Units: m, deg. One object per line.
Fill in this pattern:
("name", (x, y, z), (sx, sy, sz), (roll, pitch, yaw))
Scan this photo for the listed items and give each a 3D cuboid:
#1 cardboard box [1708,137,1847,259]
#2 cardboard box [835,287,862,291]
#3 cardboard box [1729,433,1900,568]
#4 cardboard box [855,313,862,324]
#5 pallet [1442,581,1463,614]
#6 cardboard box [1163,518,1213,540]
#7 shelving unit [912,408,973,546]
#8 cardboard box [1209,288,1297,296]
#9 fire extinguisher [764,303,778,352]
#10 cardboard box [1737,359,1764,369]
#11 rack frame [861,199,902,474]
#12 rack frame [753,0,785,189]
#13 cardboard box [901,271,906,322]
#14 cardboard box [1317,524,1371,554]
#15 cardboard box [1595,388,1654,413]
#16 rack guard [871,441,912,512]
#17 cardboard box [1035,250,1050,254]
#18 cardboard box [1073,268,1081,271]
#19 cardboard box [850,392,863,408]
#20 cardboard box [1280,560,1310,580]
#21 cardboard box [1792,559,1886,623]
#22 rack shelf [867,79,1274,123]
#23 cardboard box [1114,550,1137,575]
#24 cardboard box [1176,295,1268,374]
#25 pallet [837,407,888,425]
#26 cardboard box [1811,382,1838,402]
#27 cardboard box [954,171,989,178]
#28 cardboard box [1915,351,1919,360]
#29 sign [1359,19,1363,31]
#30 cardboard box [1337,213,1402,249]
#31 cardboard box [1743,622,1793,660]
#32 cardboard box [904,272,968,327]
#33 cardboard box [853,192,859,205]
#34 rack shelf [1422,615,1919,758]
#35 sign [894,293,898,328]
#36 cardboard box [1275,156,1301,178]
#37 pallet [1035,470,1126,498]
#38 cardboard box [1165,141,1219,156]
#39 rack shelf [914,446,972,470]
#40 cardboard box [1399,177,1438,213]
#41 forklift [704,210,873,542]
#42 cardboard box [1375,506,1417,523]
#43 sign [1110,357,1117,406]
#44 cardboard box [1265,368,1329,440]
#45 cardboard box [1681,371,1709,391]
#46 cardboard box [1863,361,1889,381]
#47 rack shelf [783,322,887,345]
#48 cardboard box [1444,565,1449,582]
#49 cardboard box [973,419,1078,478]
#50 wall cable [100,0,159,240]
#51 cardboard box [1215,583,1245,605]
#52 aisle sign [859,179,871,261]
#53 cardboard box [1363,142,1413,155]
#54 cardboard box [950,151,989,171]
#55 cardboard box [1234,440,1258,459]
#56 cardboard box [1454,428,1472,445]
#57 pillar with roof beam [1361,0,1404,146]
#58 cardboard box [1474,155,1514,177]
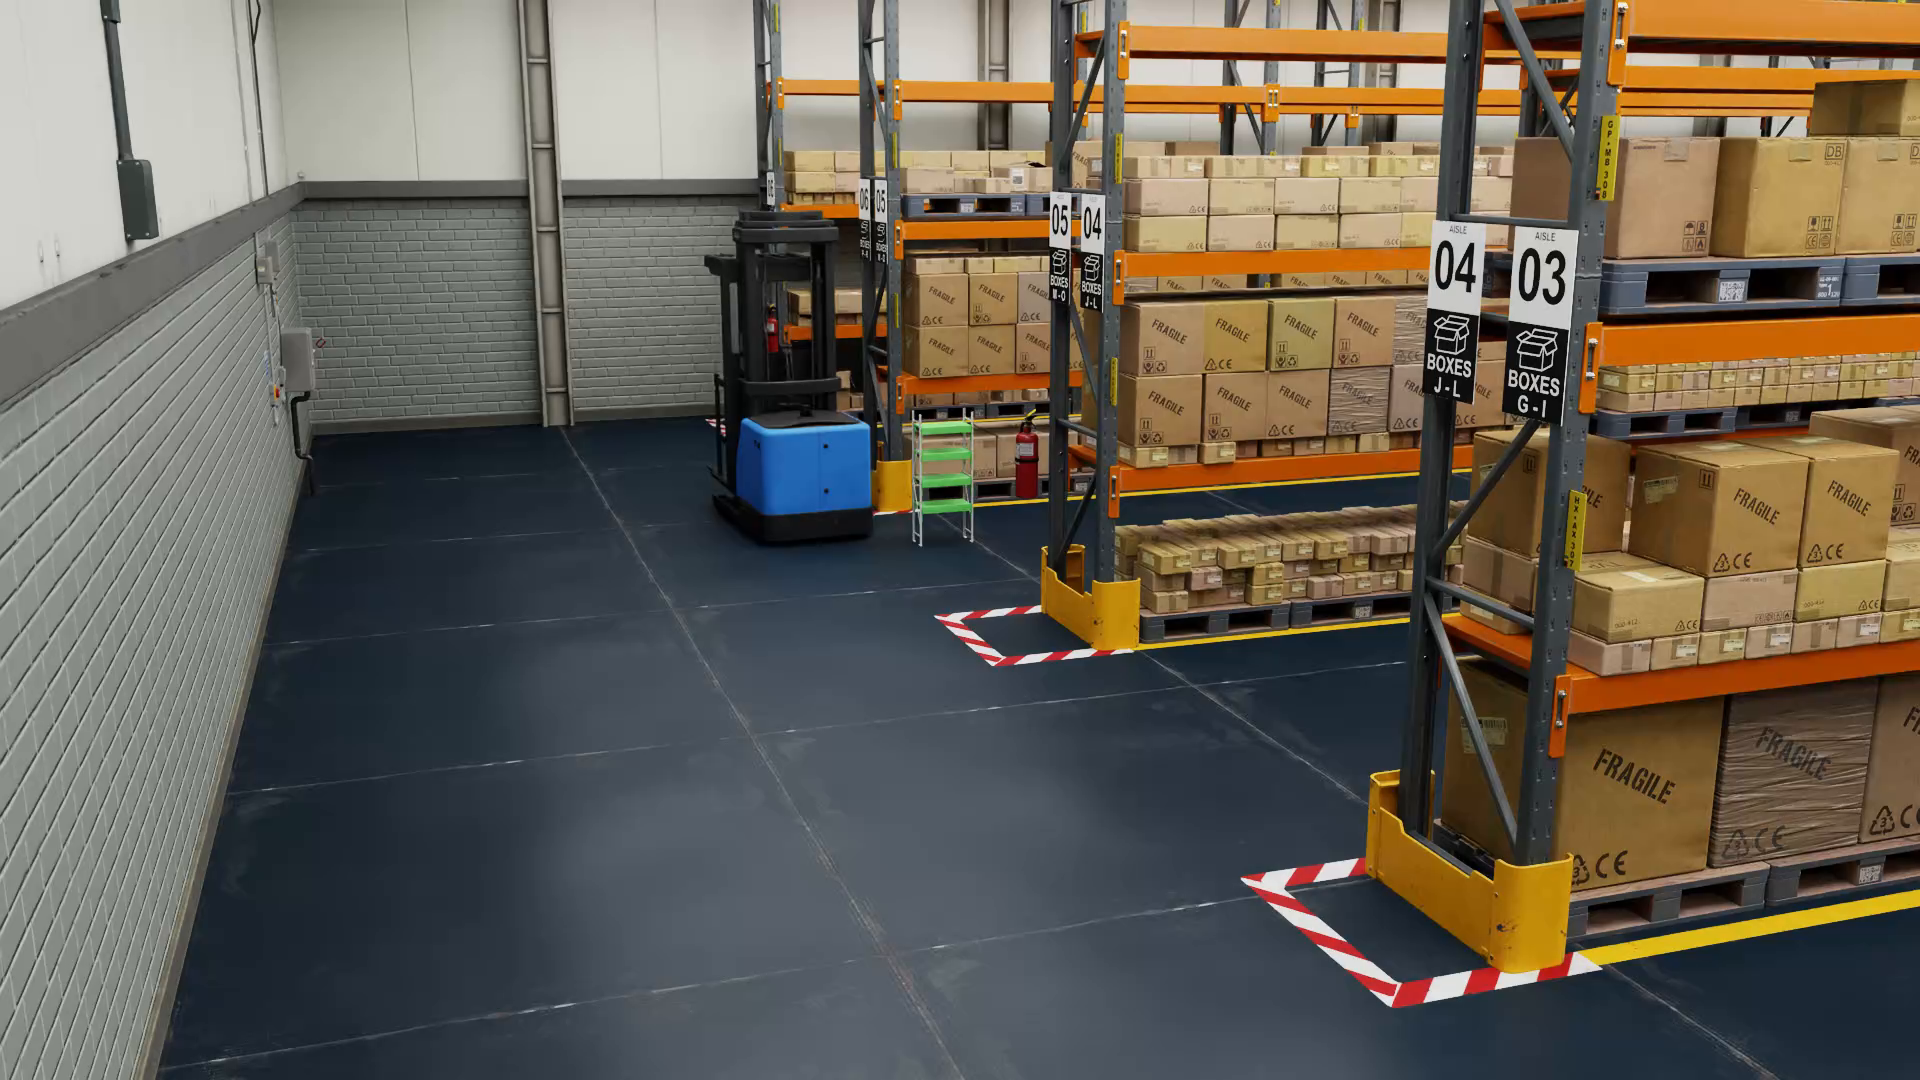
("cardboard box", (3.423, -1.526, 7.363), (0.500, 0.500, 0.700), (-5, 14, -20))
("cardboard box", (-1.531, -3.164, 21.750), (0.500, 0.250, 0.500), (-4, 14, -18))
("cardboard box", (3.880, -0.189, 7.625), (0.500, 0.500, 0.500), (-5, 14, -20))
("cardboard box", (-1.249, -2.865, 21.356), (0.250, 0.149, 0.380), (-4, 14, -16))
("pallet", (4.055, 0.323, 13.435), (1.213, 0.211, 1.003), (-4, 14, -18))
("cardboard box", (1.772, -0.050, 12.945), (0.250, 0.149, 0.380), (-5, 14, -19))
("shelving unit", (-0.157, -0.571, 15.060), (0.503, 1.200, 0.258), (-4, 14, -18))
("cardboard box", (2.214, -1.641, 12.649), (0.500, 0.500, 0.500), (-4, 14, -15))
("fire extinguisher", (-2.364, -2.631, 20.801), (0.183, 0.674, 0.296), (-4, 14, -18))
("cardboard box", (6.187, -1.468, 13.287), (0.250, 0.149, 0.380), (-5, 14, -19))
("rack frame", (-0.785, -1.874, 16.645), (0.127, 3.000, 1.000), (-4, 14, -18))
("rack frame", (-2.372, -5.881, 20.526), (0.127, 3.000, 1.000), (-4, 14, -18))
("cardboard box", (-0.404, -2.497, 16.887), (0.500, 0.500, 0.500), (-4, 14, -16))
("cardboard box", (2.943, -0.007, 12.767), (0.250, 0.149, 0.380), (-4, 14, -18))
("cardboard box", (5.201, -1.101, 13.032), (0.250, 0.149, 0.380), (-5, 14, -21))
("rack guard", (-0.808, -0.656, 16.927), (0.348, 0.500, 1.175), (-4, 14, -18))
("cardboard box", (0.938, -2.916, 17.249), (0.250, 0.149, 0.380), (-4, 14, -16))
("cardboard box", (1.123, -2.795, 16.740), (0.250, 0.149, 0.380), (-5, 14, -19))
("cardboard box", (-1.347, -1.827, 21.700), (0.250, 0.149, 0.380), (-5, 14, -20))
("cardboard box", (2.448, 0.179, 12.625), (0.250, 0.149, 0.380), (-5, 14, -21))
("cardboard box", (3.885, 0.176, 7.710), (0.500, 0.250, 0.500), (-5, 14, -20))
("rack shelf", (1.111, -4.395, 16.701), (4.000, 0.370, 1.077), (-4, 14, -18))
("cardboard box", (1.299, 0.141, 12.786), (0.250, 0.149, 0.380), (-5, 14, -20))
("cardboard box", (1.876, -1.489, 12.007), (0.500, 0.500, 0.500), (-4, 14, -16))
("pallet", (-1.544, -1.670, 21.815), (1.213, 0.211, 1.003), (-4, 14, -18))
("cardboard box", (6.933, -1.237, 13.605), (0.250, 0.149, 0.380), (-4, 14, -16))
("cardboard box", (0.064, -4.622, 21.398), (0.500, 0.250, 0.500), (-4, 14, -17))
("cardboard box", (7.915, -1.603, 13.855), (0.250, 0.149, 0.380), (-5, 14, -19))
("sign", (5.393, -6.846, 22.394), (0.005, 0.325, 0.100), (-4, 14, -18))
("cardboard box", (2.874, -2.273, 12.167), (0.500, 0.250, 0.500), (-5, 14, -18))
("cardboard box", (3.549, 0.410, 7.585), (0.250, 0.149, 0.380), (-5, 14, -19))
("cardboard box", (-0.239, -2.382, 16.404), (0.500, 0.500, 0.500), (-5, 14, -19))
("cardboard box", (-1.238, -4.308, 20.939), (0.250, 0.149, 0.380), (-4, 14, -17))
("rack shelf", (4.271, 0.502, 8.211), (4.000, 0.370, 1.077), (-4, 14, -18))
("sign", (-0.614, -2.211, 16.022), (0.005, 0.325, 0.100), (-4, 14, -18))
("cardboard box", (2.238, -2.672, 11.901), (0.250, 0.149, 0.380), (-4, 14, -16))
("pallet", (1.102, -0.682, 17.663), (1.213, 0.211, 1.003), (-4, 14, -18))
("cardboard box", (2.382, -3.932, 17.478), (0.500, 0.500, 0.500), (-4, 14, -17))
("rack shelf", (-0.157, -0.743, 15.019), (0.480, 0.148, 0.258), (-4, 14, -18))
("cardboard box", (3.335, -2.555, 12.271), (0.500, 0.250, 0.500), (-4, 14, -16))
("forklift", (-1.807, -1.703, 16.077), (1.130, 2.935, 3.031), (-5, 14, -21))
("cardboard box", (3.544, -0.156, 13.393), (0.250, 0.149, 0.380), (-5, 14, -20))
("sign", (1.063, -1.098, 11.512), (0.005, 0.325, 0.100), (-4, 14, -18))
("cardboard box", (2.371, -1.040, 12.281), (0.500, 0.500, 0.500), (-4, 14, -17))
("cardboard box", (5.690, -1.284, 13.160), (0.250, 0.149, 0.380), (-4, 14, -17))
("cardboard box", (7.410, -1.418, 13.722), (0.250, 0.149, 0.380), (-4, 14, -18))
("rack shelf", (-0.476, -2.760, 21.924), (4.000, 0.370, 1.077), (-4, 14, -18))
("cardboard box", (3.626, 0.223, 13.084), (0.250, 0.149, 0.380), (-5, 14, -19))
("cardboard box", (0.673, -0.972, 17.482), (0.875, 0.438, 0.875), (-4, 14, -17))
("wall cable", (-4.083, -4.522, 7.865), (0.120, 5.999, 2.277), (-4, 14, -18))
("cardboard box", (1.943, 0.362, 12.501), (0.250, 0.149, 0.380), (-4, 14, -17))
("aisle sign", (-0.952, -3.201, 16.608), (0.004, 0.787, 0.394), (-4, 14, -18))
("cardboard box", (5.975, -5.313, 23.284), (0.500, 0.500, 0.500), (-4, 14, -18))
("cardboard box", (0.057, -4.867, 21.346), (0.500, 0.250, 0.500), (-4, 14, -17))
("cardboard box", (2.003, -0.710, 12.298), (0.250, 0.149, 0.380), (-4, 14, -15))
("cardboard box", (3.737, -0.843, 12.853), (0.250, 0.149, 0.380), (-5, 14, -20))
("pillar with roof beam", (7.532, -5.821, 20.275), (0.400, 9.000, 9.100), (-4, 14, -18))
("cardboard box", (4.006, -2.782, 12.364), (0.250, 0.149, 0.380), (-4, 14, -18))
